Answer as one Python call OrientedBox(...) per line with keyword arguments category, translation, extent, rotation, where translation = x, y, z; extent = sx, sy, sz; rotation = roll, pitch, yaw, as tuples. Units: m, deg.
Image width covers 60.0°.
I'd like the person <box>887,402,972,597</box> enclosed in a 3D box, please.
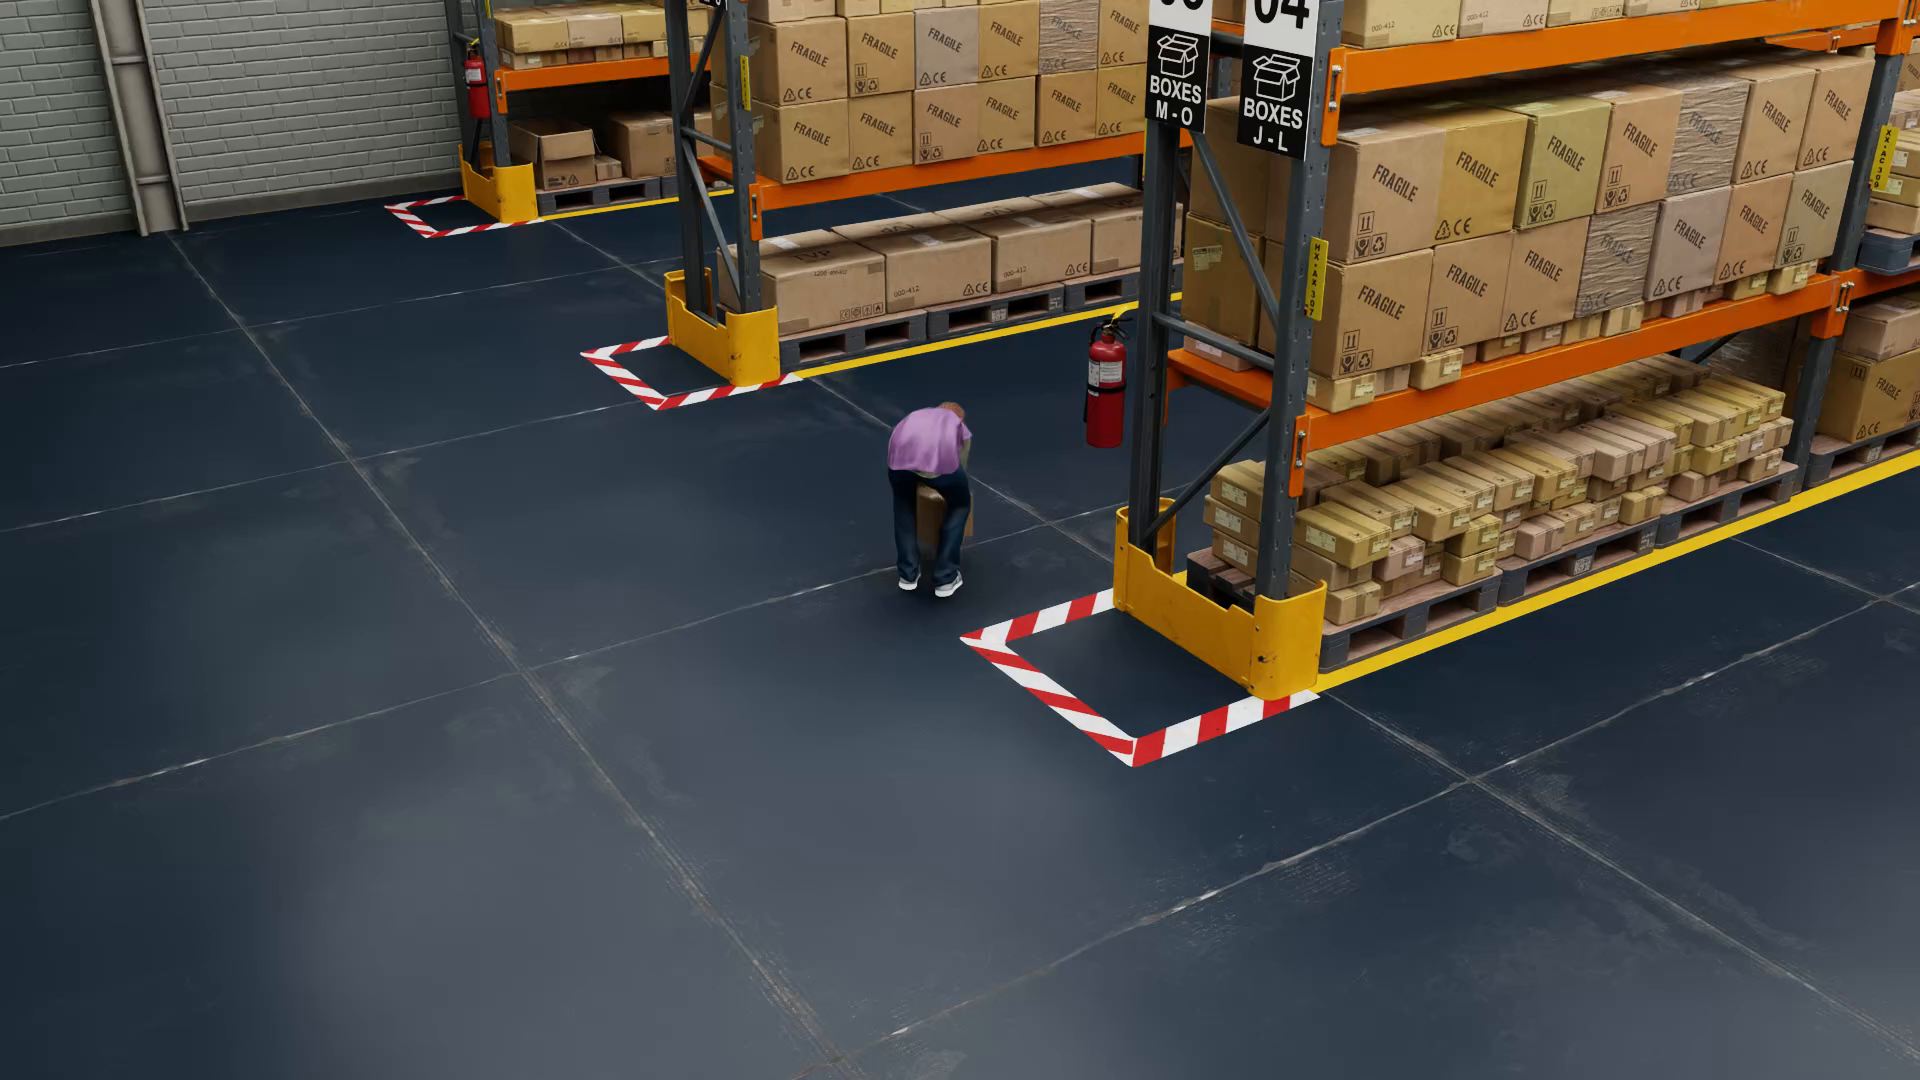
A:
OrientedBox(category="person", translation=(-0.129, -0.260, 8.420), extent=(0.405, 0.950, 0.864), rotation=(5, 26, 10))
